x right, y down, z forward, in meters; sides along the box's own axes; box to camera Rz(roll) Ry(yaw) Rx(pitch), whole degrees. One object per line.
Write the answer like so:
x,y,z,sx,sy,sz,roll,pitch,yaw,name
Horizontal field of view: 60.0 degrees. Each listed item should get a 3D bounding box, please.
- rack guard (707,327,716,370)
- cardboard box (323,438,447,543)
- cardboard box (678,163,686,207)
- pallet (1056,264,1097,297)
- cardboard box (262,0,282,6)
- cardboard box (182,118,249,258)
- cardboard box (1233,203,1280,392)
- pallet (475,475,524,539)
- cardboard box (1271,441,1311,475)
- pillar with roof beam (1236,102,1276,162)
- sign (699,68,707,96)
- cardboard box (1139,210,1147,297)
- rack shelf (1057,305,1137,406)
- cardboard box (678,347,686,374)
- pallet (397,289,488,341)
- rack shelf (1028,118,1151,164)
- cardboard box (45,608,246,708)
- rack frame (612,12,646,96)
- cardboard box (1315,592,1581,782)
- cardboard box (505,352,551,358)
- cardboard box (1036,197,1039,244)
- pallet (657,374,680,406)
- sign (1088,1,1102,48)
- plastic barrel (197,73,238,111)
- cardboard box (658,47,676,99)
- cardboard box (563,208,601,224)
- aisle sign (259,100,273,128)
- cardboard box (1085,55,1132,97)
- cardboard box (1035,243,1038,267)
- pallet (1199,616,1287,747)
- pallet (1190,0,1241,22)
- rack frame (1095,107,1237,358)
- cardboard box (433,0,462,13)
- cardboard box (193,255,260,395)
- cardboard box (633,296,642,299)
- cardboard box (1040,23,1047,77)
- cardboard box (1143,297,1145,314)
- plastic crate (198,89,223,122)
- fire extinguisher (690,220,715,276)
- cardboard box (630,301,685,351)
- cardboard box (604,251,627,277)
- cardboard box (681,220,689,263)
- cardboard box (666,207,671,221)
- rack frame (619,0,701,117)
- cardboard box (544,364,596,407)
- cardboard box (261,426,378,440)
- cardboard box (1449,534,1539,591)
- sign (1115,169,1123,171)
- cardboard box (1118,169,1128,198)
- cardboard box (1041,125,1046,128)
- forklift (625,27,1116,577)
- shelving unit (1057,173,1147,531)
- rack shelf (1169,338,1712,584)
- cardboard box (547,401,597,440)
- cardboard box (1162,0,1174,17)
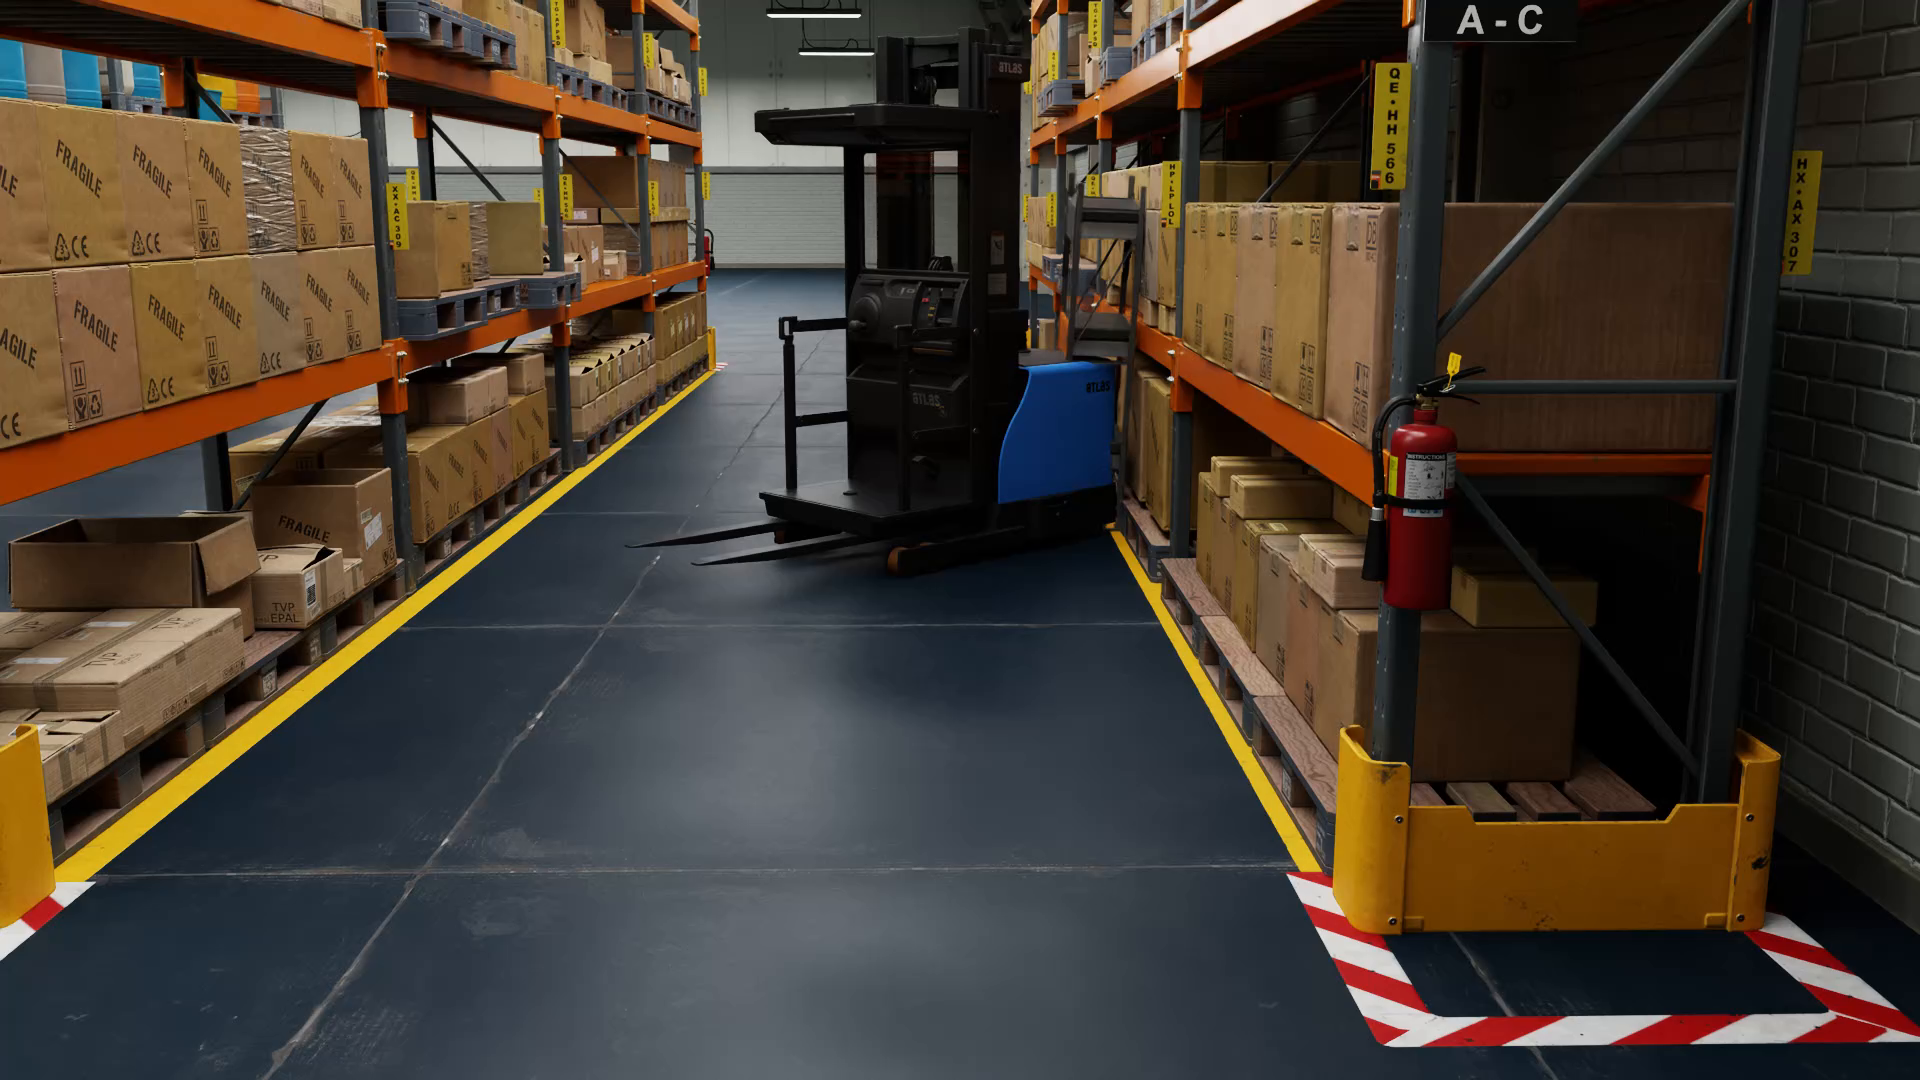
-3.597,-2.350,20.384,1.175,0.500,0.348,0,11,-1,rack guard
-3.114,-0.272,9.038,0.500,0.500,0.500,-1,11,-4,cardboard box
-3.598,-4.152,19.464,0.700,0.500,0.500,0,11,-1,cardboard box
1.401,-2.048,13.093,1.213,0.211,1.003,0,11,-1,pallet
-3.053,-2.287,6.620,0.500,0.250,0.500,0,11,-1,cardboard box
-3.046,-1.322,6.266,0.500,0.500,0.500,0,11,-2,cardboard box
1.634,-0.955,6.469,0.980,0.700,0.700,-1,11,-4,cardboard box
-3.431,-0.223,10.626,1.003,0.211,1.213,0,11,-1,pallet
1.713,-0.385,8.012,0.380,0.149,0.250,0,11,-1,cardboard box
-1.944,-5.185,12.985,9.100,9.000,0.400,0,11,-1,pillar with roof beam
-3.053,-5.435,19.731,0.100,0.325,0.005,0,11,-1,sign
1.321,-1.702,9.856,0.500,0.500,0.500,0,11,-1,cardboard box
0.822,-1.122,10.153,0.431,0.518,0.480,1,19,-3,rack shelf
-3.230,-1.925,17.865,0.500,0.250,0.500,0,11,-1,cardboard box
-3.255,-1.250,9.159,1.003,0.211,1.213,0,11,-1,pallet
1.398,-4.311,18.030,1.077,0.370,4.000,0,11,-1,rack shelf
-3.014,0.434,6.183,0.500,0.250,0.500,0,11,-1,cardboard box
-3.513,-5.715,15.597,1.000,3.000,0.127,0,11,-1,rack frame
1.573,0.470,5.430,0.700,0.500,0.500,0,11,-1,cardboard box
-3.713,-1.420,13.962,0.500,0.311,0.500,0,11,-2,cardboard box
1.093,-3.495,18.184,0.500,0.500,0.500,0,11,1,cardboard box
-3.488,-1.567,17.250,1.003,0.211,1.213,0,11,-1,pallet
0.979,-3.723,12.019,0.100,0.325,0.005,0,11,-1,sign
-8.398,-5.093,18.543,0.600,0.588,0.600,0,11,0,plastic barrel
-3.421,-4.898,17.445,0.797,0.503,0.637,1,12,5,cardboard box
-3.733,-3.195,16.381,0.380,0.149,0.250,0,11,-1,cardboard box
-8.253,-4.840,19.834,0.394,0.787,0.004,0,11,-1,aisle sign
1.237,-3.579,12.786,0.500,0.311,0.500,0,11,-1,cardboard box
1.087,-3.124,18.242,0.500,0.250,0.500,0,11,-1,cardboard box
1.570,0.555,6.791,1.003,0.211,1.213,0,11,-1,pallet
1.611,-2.470,7.367,1.003,0.211,1.213,0,11,-1,pallet
1.522,-2.001,12.378,1.000,3.000,0.127,0,11,-1,rack frame
-3.315,-3.324,9.796,0.600,0.600,0.600,-1,11,-3,cardboard box
-3.043,-0.830,6.352,0.500,0.500,0.500,0,11,0,cardboard box
-3.772,-2.490,18.760,0.500,0.500,0.500,0,11,-1,cardboard box
1.115,-5.126,17.421,0.500,0.500,0.500,-1,11,-3,cardboard box
1.338,-1.464,10.313,0.380,0.149,0.250,0,11,1,cardboard box
-8.208,-4.635,17.857,0.392,0.384,0.575,0,11,-1,plastic crate
-3.134,-3.558,20.245,0.296,0.674,0.183,0,11,-1,fire extinguisher
-3.231,-2.293,17.791,0.500,0.500,0.500,0,11,-1,cardboard box
-3.460,-2.604,15.726,0.500,0.250,0.500,0,11,2,cardboard box
-3.599,-3.526,19.645,0.700,0.500,0.500,0,11,-1,cardboard box
-3.363,-3.554,18.148,0.380,0.149,0.250,0,11,-2,cardboard box
-3.596,-6.510,19.516,1.000,3.000,0.127,0,11,-1,rack frame
-3.148,-1.218,12.969,0.500,0.311,0.500,0,11,1,cardboard box
-3.647,-0.370,9.521,0.500,0.500,0.500,0,11,-1,cardboard box
1.764,0.075,5.743,0.380,0.149,0.250,0,11,-1,cardboard box
1.912,-4.312,20.061,0.100,0.325,0.005,0,11,-1,sign
1.300,-2.276,10.795,0.500,0.250,0.500,0,11,-1,cardboard box
1.136,-4.736,18.013,0.500,0.500,0.500,0,11,2,cardboard box
-0.453,-1.350,9.343,3.031,2.935,1.130,-11,16,-43,forklift
0.822,-1.134,10.148,0.431,2.100,0.503,1,19,-3,shelving unit
1.646,-0.456,6.570,1.077,0.370,4.000,0,11,-1,rack shelf
-3.148,-0.943,13.024,0.500,0.250,0.500,0,11,-1,cardboard box
1.651,-3.424,10.491,0.700,0.500,0.500,0,11,2,cardboard box
